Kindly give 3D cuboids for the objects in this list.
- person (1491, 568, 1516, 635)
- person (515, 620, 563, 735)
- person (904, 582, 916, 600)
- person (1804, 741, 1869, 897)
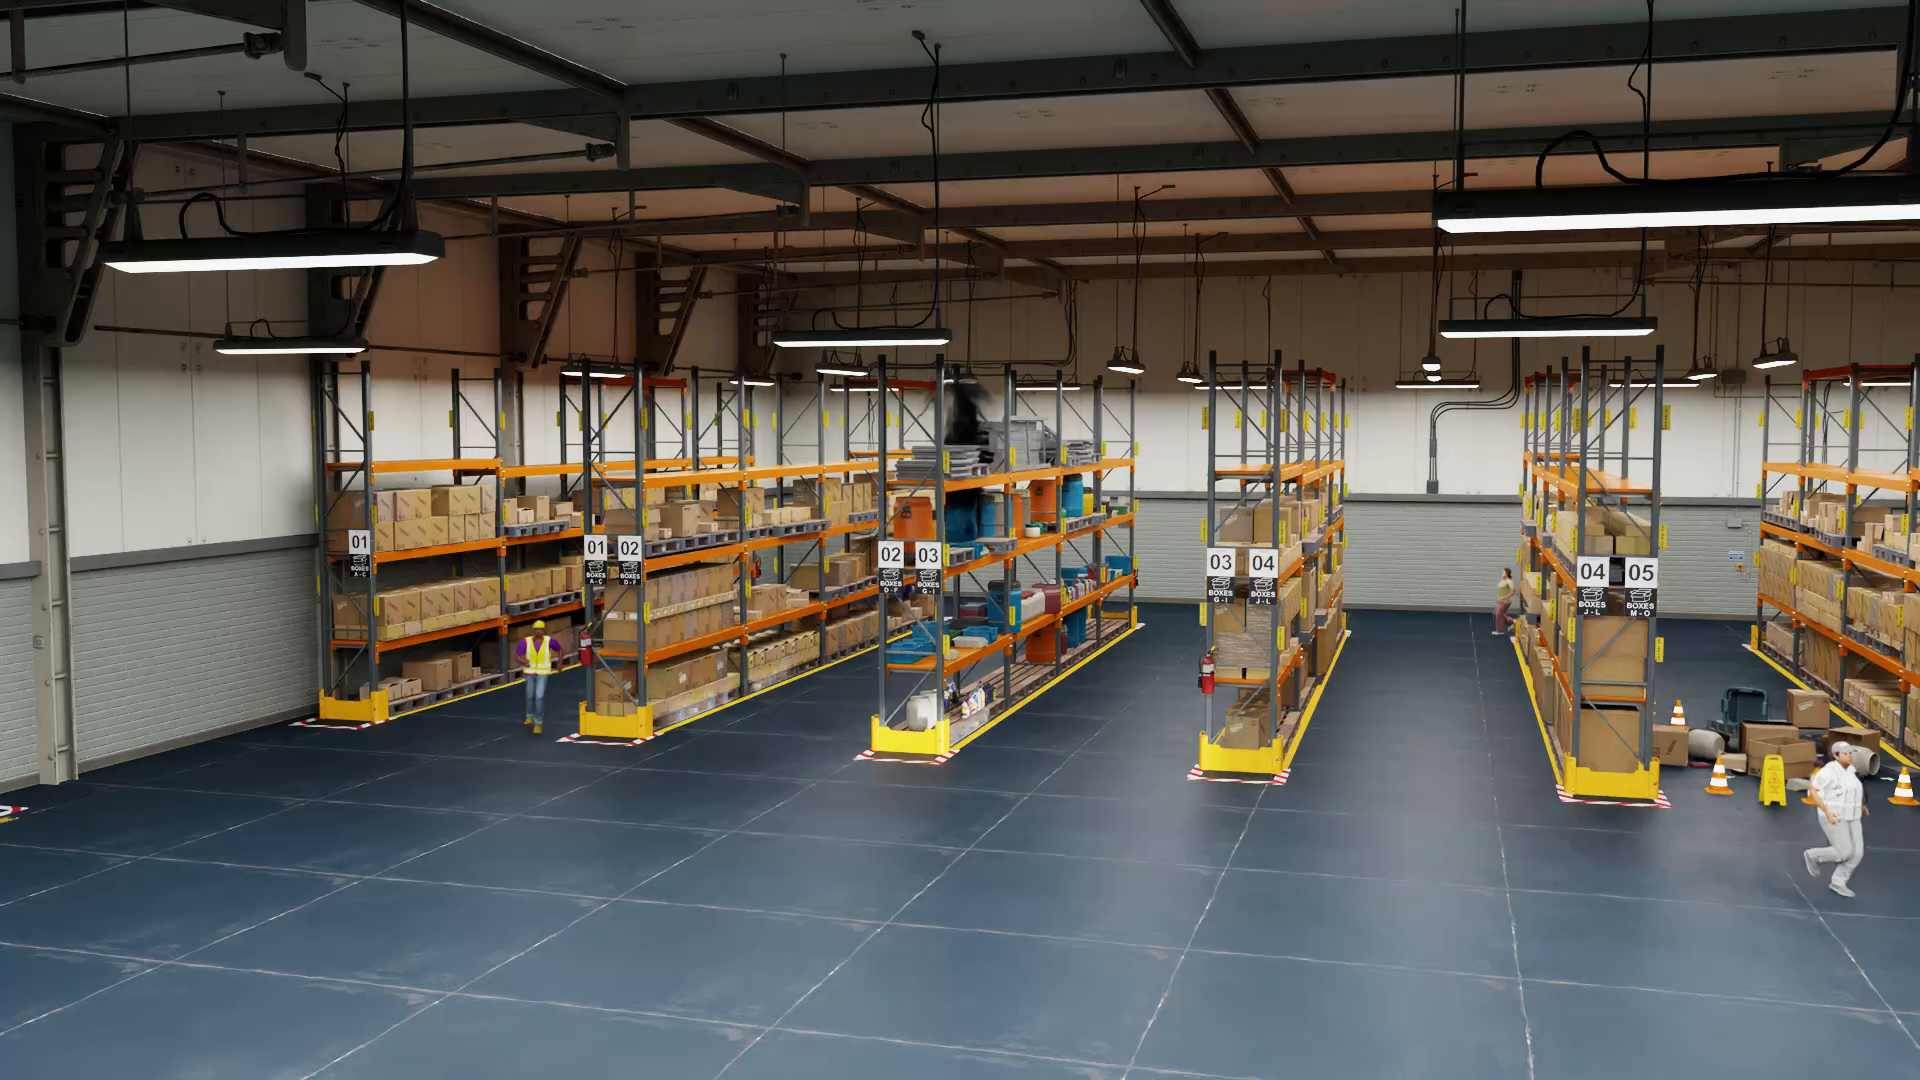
[{"bbox_3d":[12.773,1.436,38.735,0.563,1.603,0.609,0,4,-5],"label":"person"},{"bbox_3d":[-6.817,2.202,26.903,0.737,1.829,0.798,-1,4,-7],"label":"person"},{"bbox_3d":[-1.292,1.032,44.088,0.759,1.701,0.594,3,5,40],"label":"person"},{"bbox_3d":[9.330,2.943,17.681,0.619,1.633,0.558,-2,4,-23],"label":"person"}]
